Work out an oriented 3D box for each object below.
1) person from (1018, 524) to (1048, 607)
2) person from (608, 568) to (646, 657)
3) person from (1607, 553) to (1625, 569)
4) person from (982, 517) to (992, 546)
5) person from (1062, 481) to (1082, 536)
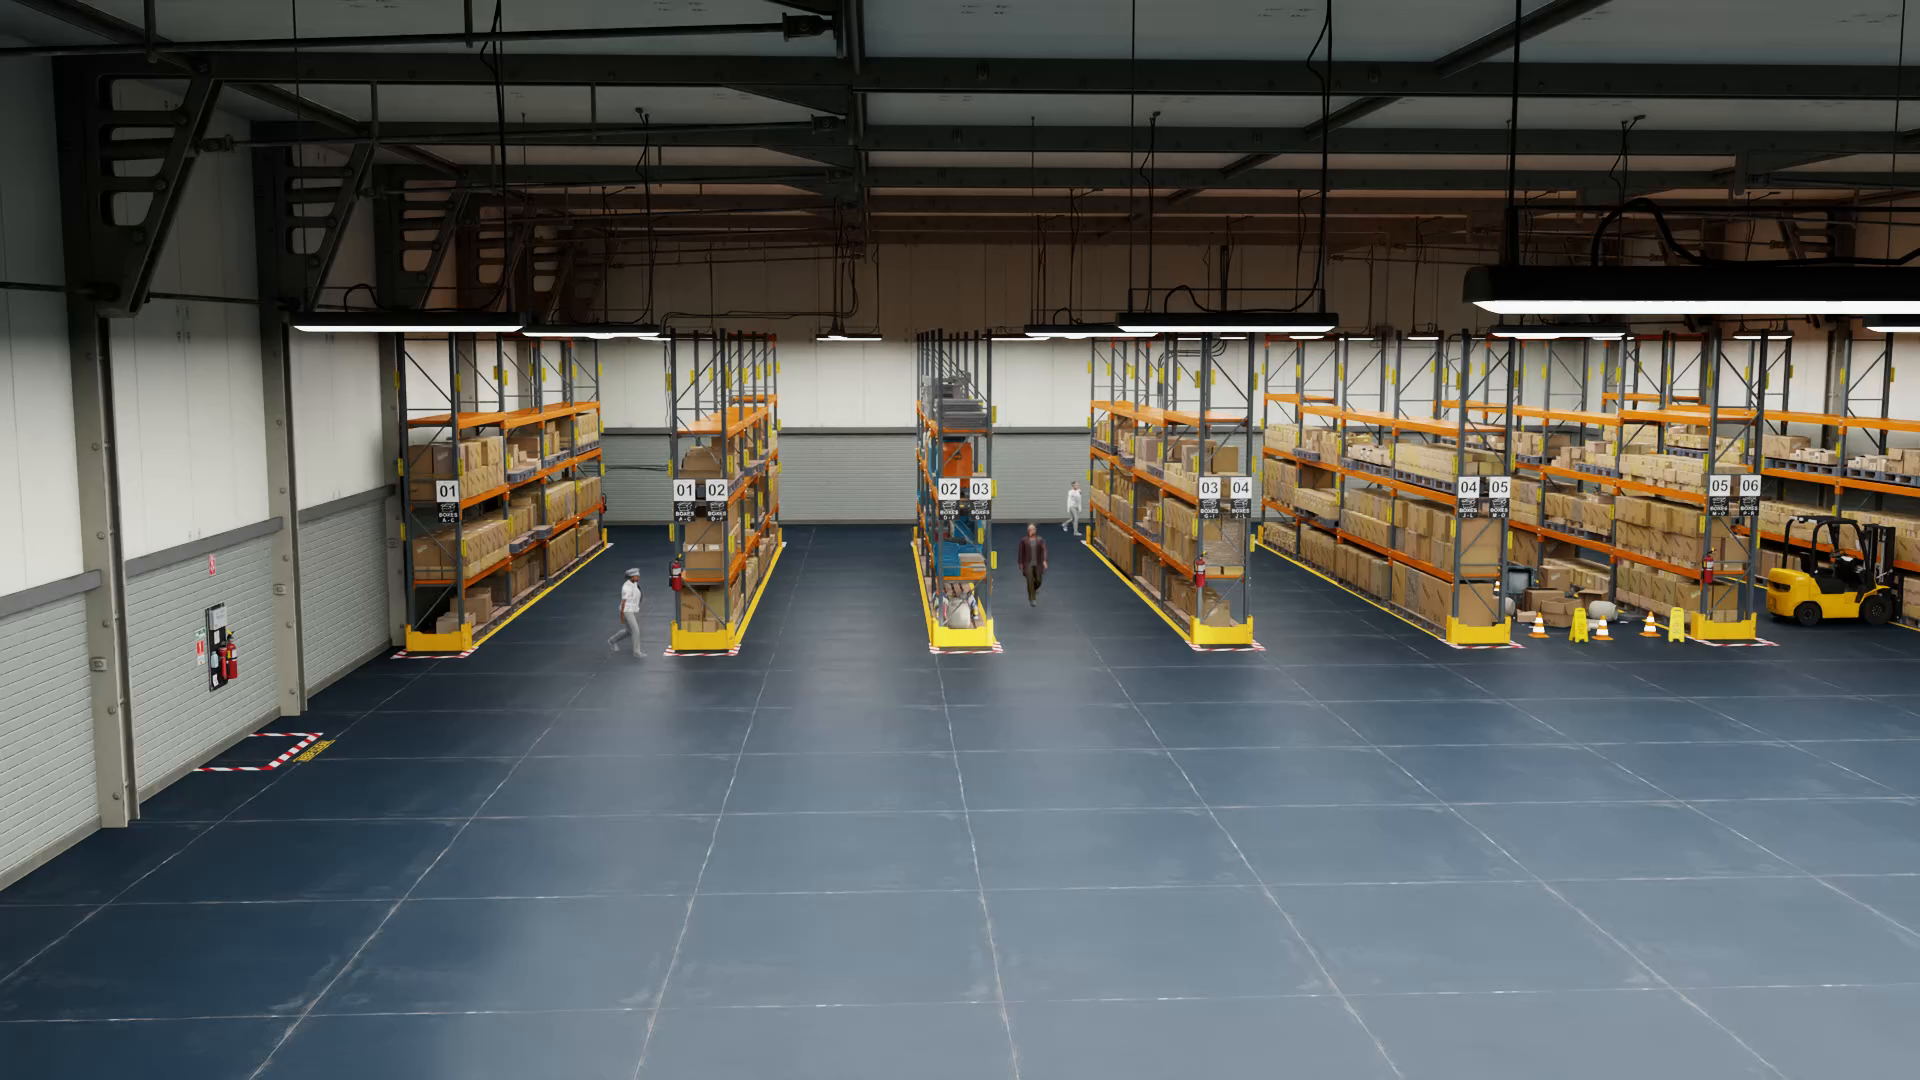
[{"bbox_3d":[1.597,0.530,36.053,0.609,1.715,1.050,-1,7,-7],"label":"person"},{"bbox_3d":[-6.132,1.306,30.547,0.943,1.610,0.455,3,7,22],"label":"person"},{"bbox_3d":[16.476,0.011,41.547,0.489,1.691,0.396,-4,8,-29],"label":"person"},{"bbox_3d":[0.571,-0.494,45.243,0.577,1.738,1.025,-1,7,-12],"label":"person"},{"bbox_3d":[3.380,-0.976,49.838,0.823,1.635,0.467,5,9,38],"label":"person"}]
